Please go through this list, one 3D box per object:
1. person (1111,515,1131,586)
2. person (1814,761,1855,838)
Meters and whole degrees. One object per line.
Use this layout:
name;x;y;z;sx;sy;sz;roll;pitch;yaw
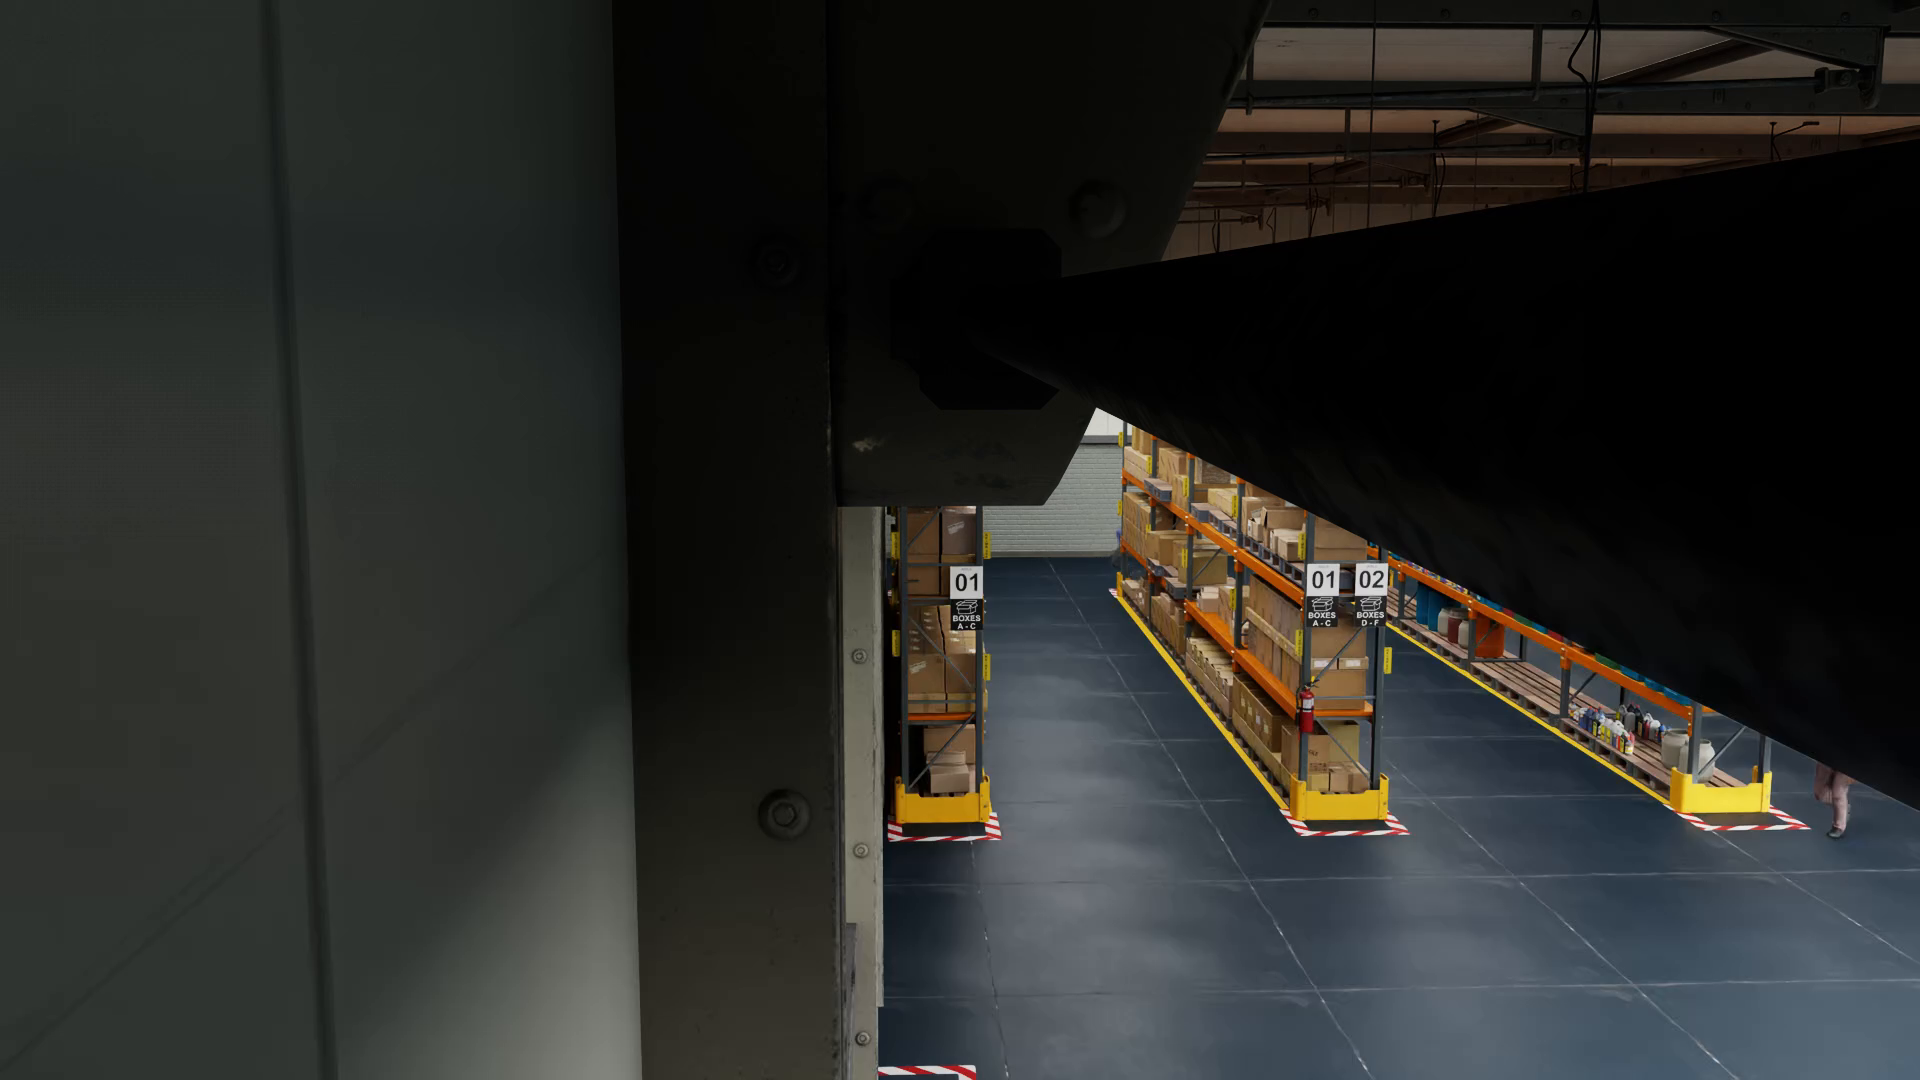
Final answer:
person;3.677;0.212;37.624;0.459;1.649;0.464;-2;8;-11
person;10.562;2.681;19.973;0.617;1.698;0.593;-4;9;-29
